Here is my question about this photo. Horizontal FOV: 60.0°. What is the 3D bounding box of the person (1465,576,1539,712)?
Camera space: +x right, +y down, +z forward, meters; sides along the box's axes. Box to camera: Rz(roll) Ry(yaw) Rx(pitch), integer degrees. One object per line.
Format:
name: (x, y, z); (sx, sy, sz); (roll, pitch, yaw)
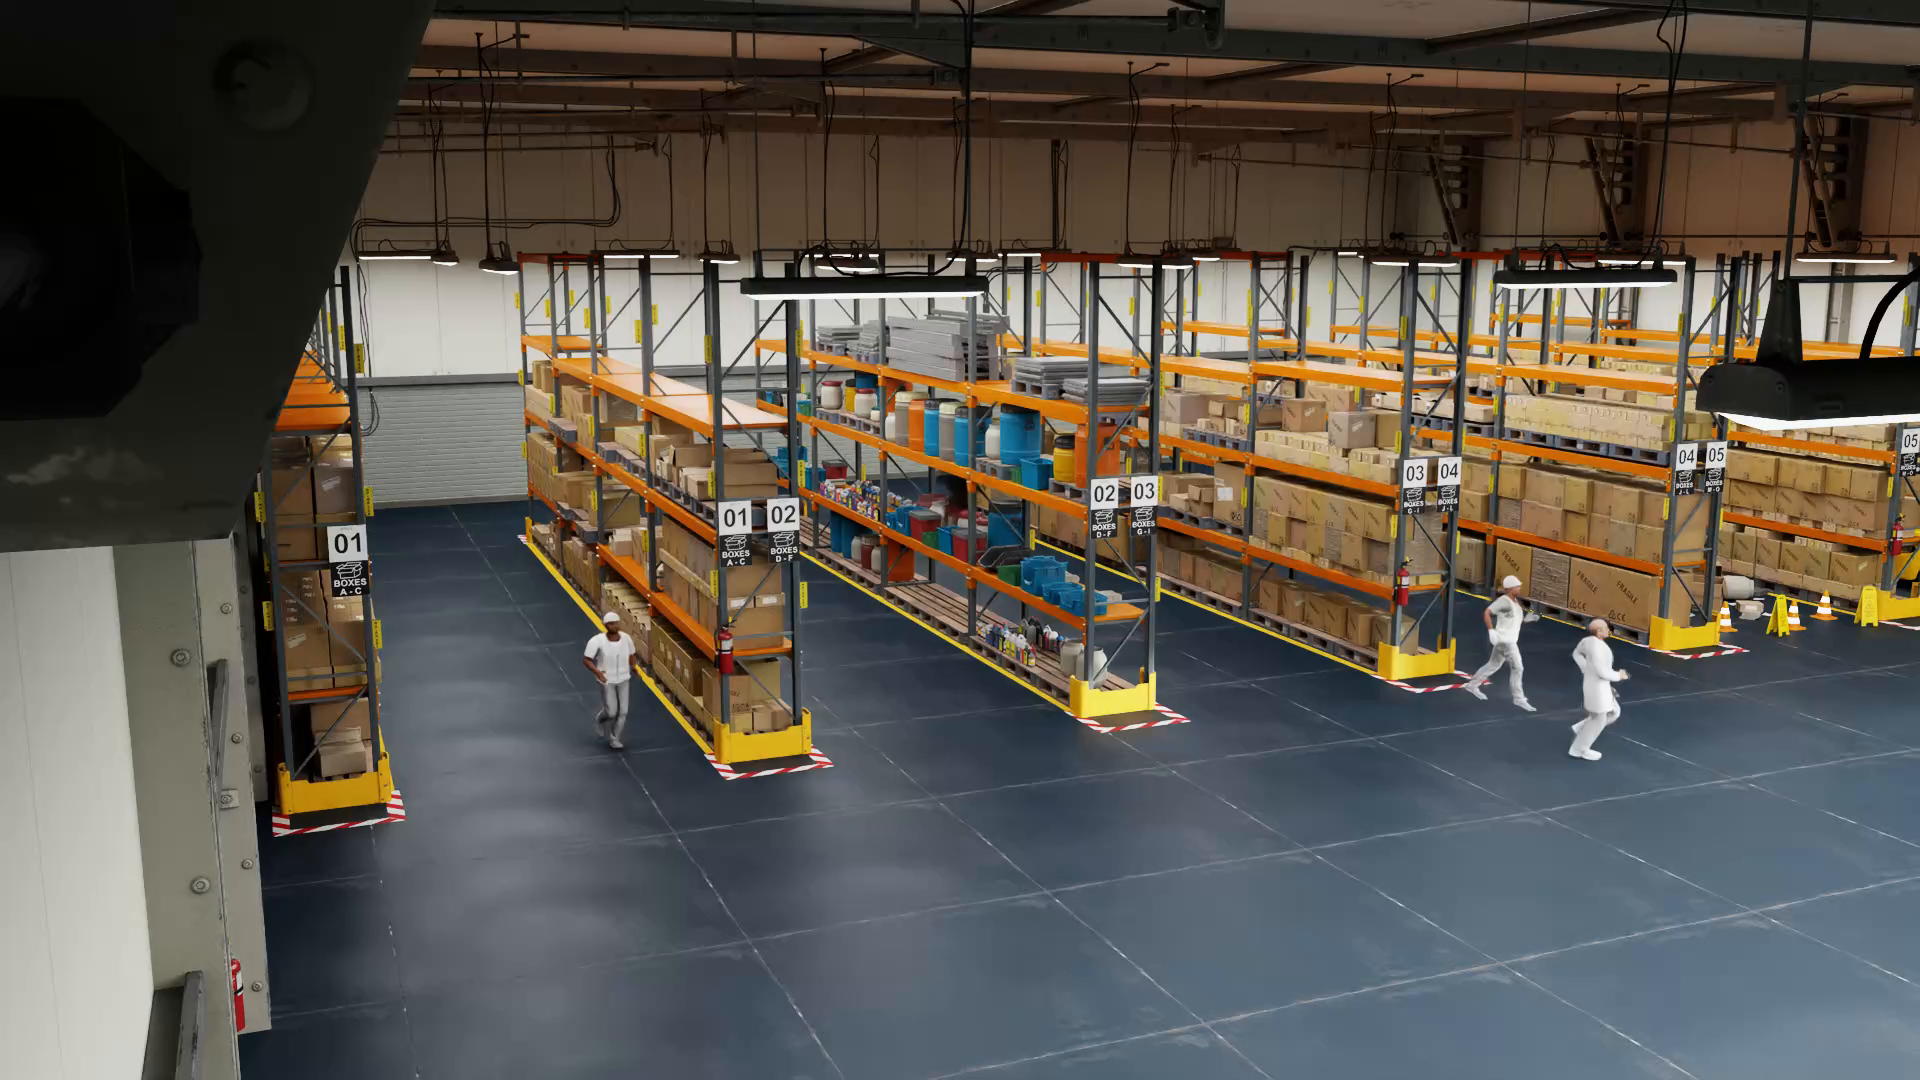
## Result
person: (7.351, 1.369, 22.479); (0.943, 1.809, 0.677); (4, 11, 22)

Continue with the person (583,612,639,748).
person: (-4.330, 1.740, 20.751); (0.678, 1.726, 0.577); (-7, 13, -34)

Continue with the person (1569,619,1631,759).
person: (7.811, 1.815, 20.269); (0.645, 1.740, 0.693); (2, 11, 12)
